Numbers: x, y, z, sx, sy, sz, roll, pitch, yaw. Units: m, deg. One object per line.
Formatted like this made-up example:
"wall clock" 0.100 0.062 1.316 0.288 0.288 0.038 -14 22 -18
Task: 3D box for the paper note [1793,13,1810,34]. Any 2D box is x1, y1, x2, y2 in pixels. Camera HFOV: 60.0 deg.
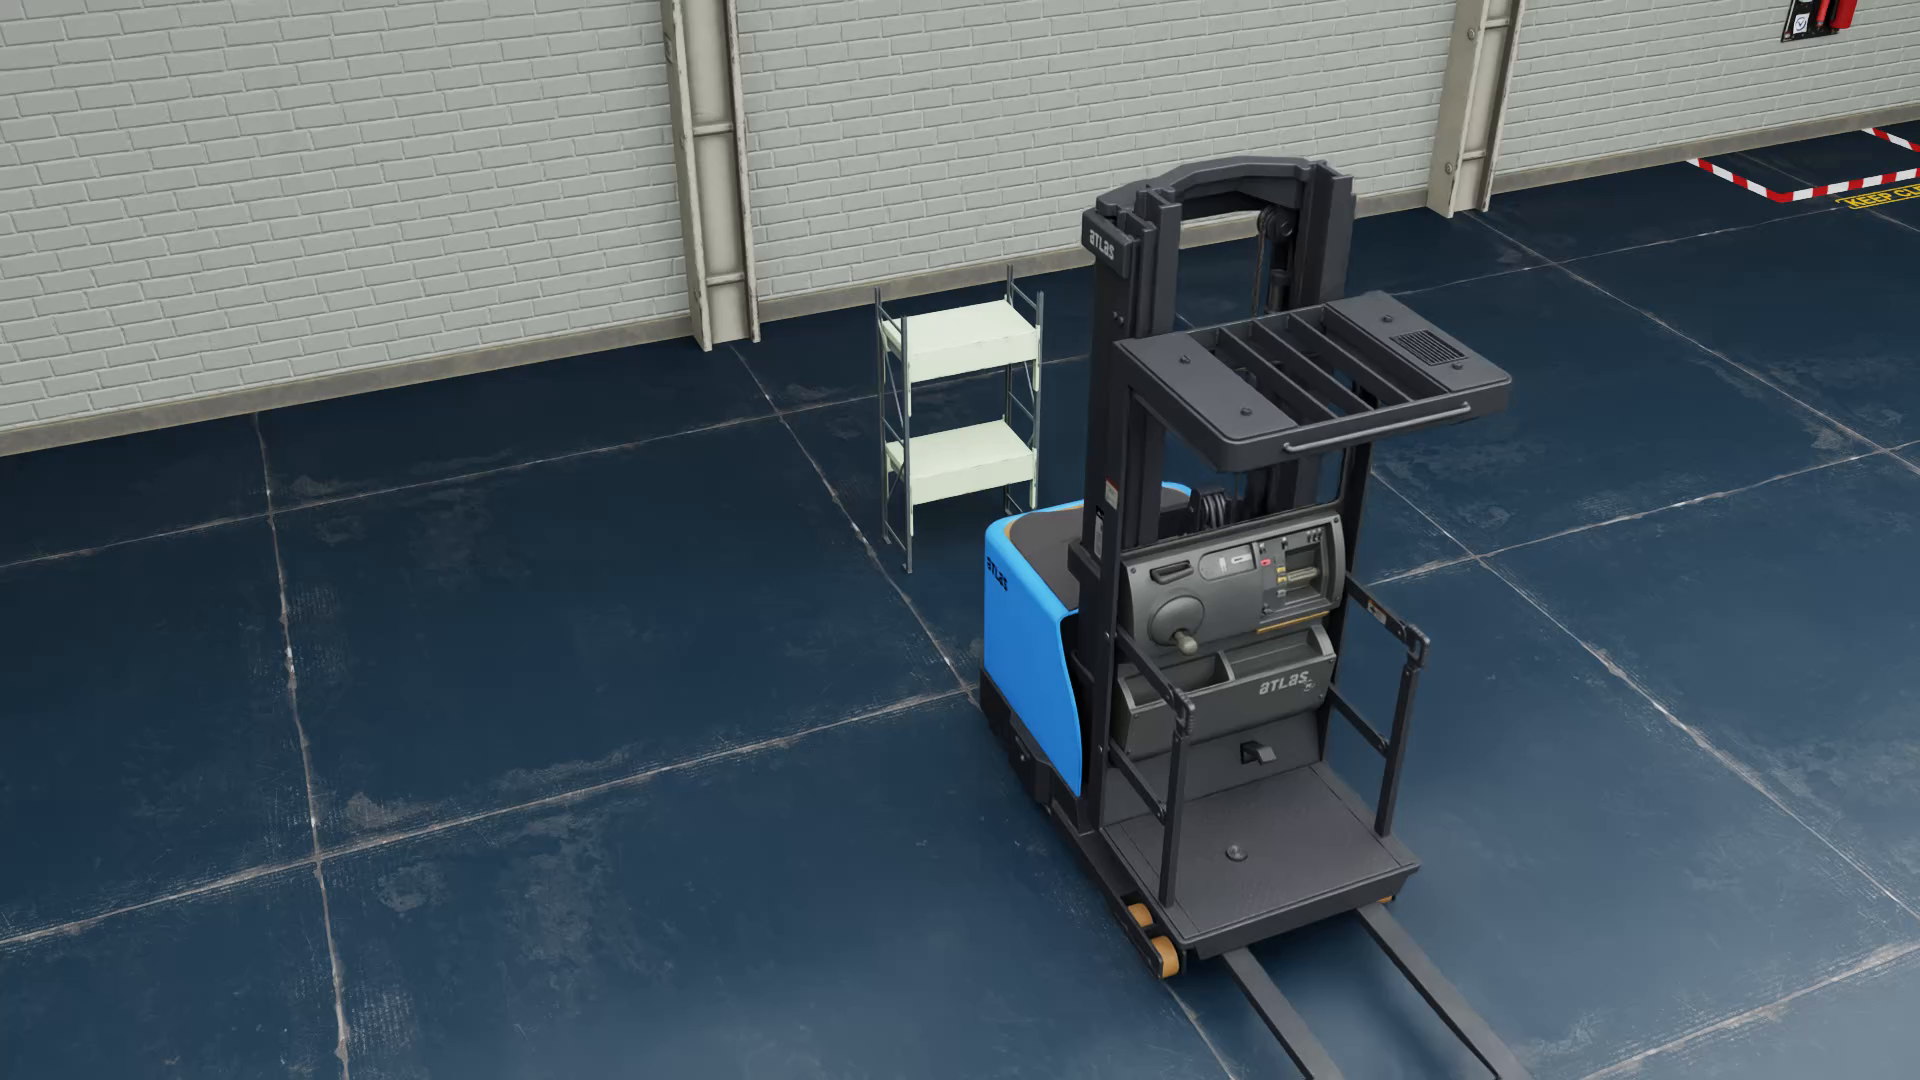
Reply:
"paper note" 6.996 -4.294 13.825 0.142 0.148 0.016 -13 35 -19

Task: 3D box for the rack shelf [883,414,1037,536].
"rack shelf" -0.006 -0.354 8.935 0.720 0.370 0.431 -13 35 -19

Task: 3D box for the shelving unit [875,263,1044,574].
"shelving unit" -0.006 -0.627 8.757 0.755 1.500 0.431 -13 35 -19

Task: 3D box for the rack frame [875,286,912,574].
"rack frame" -0.344 -0.550 8.638 0.023 1.500 0.400 -13 35 -19

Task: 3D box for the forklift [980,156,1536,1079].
"forklift" 1.137 0.225 6.135 1.130 2.935 3.031 -13 35 -19

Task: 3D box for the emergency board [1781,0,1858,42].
"emergency board" 7.185 -4.666 13.589 0.643 1.169 0.194 -13 35 -19

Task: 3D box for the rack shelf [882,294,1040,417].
"rack shelf" -0.006 -0.954 8.544 0.720 0.370 0.431 -13 35 -19

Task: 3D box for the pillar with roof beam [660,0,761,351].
"pillar with roof beam" 0.081 -2.985 5.504 0.400 9.000 9.100 -13 35 -19

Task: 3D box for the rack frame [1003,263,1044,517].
"rack frame" 0.331 -0.705 8.876 0.023 1.500 0.400 -13 35 -19

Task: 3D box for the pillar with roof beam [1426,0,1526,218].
"pillar with roof beam" 5.613 -4.252 7.451 0.400 9.000 9.100 -13 35 -19
